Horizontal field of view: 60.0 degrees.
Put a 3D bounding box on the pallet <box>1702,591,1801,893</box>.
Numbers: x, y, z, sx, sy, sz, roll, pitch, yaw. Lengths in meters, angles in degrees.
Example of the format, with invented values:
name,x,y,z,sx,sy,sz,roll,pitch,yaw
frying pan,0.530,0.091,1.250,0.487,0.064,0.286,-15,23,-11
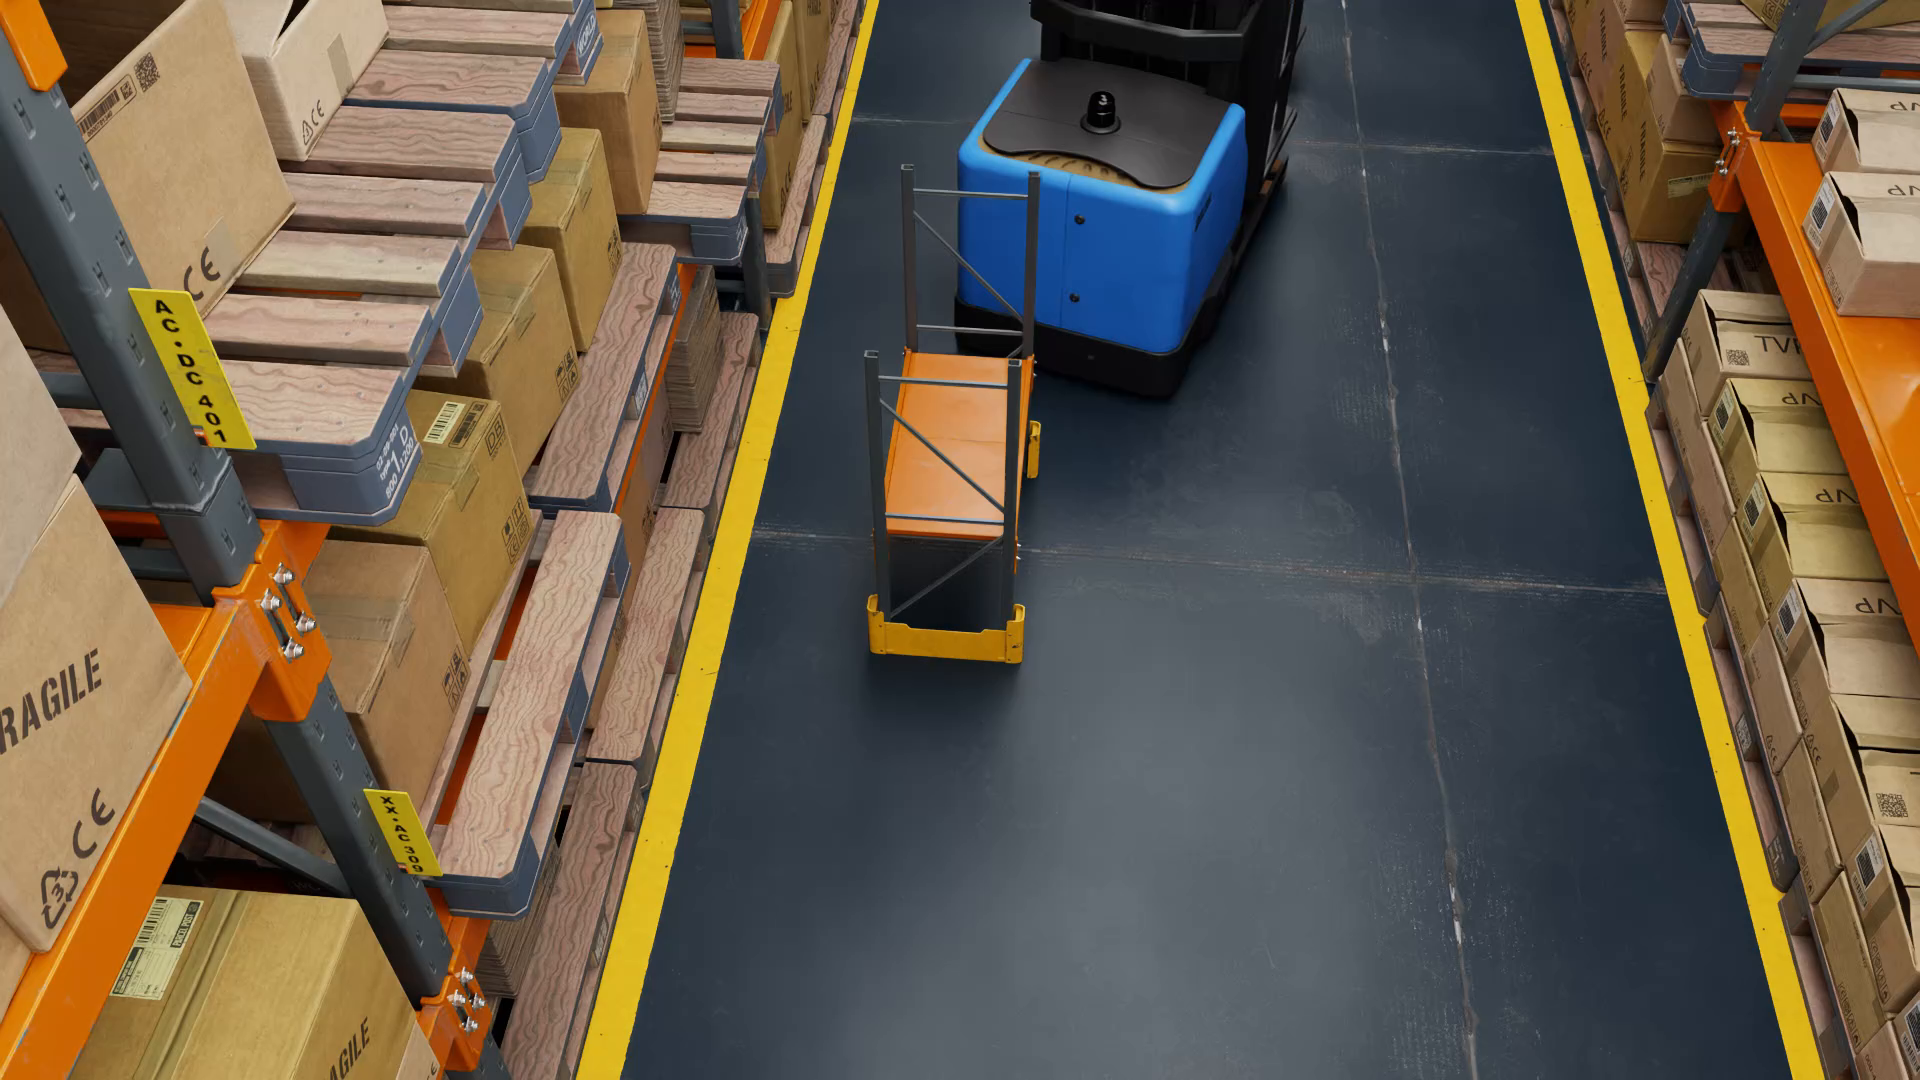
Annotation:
name,x,y,z,sx,sy,sz,roll,pitch,yaw
pallet,3.331,0.722,5.972,1.003,0.211,1.213,4,48,4

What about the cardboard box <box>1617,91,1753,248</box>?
name,x,y,z,sx,sy,sz,roll,pitch,yaw
cardboard box,3.410,-1.723,7.715,0.500,0.500,0.500,6,48,5

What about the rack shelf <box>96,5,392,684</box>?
name,x,y,z,sx,sy,sz,roll,pitch,yaw
rack shelf,-1.557,-1.345,4.428,1.077,0.370,4.000,4,48,4

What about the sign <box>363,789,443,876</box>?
name,x,y,z,sx,sy,sz,roll,pitch,yaw
sign,-1.199,0.632,3.578,0.100,0.325,0.005,4,48,4

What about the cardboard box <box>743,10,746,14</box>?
name,x,y,z,sx,sy,sz,roll,pitch,yaw
cardboard box,-1.083,-2.378,7.075,0.380,0.149,0.250,4,48,4

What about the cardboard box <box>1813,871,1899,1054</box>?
name,x,y,z,sx,sy,sz,roll,pitch,yaw
cardboard box,2.991,1.315,5.120,0.500,0.250,0.500,3,48,3

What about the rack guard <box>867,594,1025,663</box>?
name,x,y,z,sx,sy,sz,roll,pitch,yaw
rack guard,-0.052,0.338,6.298,0.587,0.250,0.087,4,48,4

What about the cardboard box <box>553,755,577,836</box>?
name,x,y,z,sx,sy,sz,roll,pitch,yaw
cardboard box,-1.692,0.664,5.532,0.700,0.500,0.500,3,48,3

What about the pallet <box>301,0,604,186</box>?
name,x,y,z,sx,sy,sz,roll,pitch,yaw
pallet,-1.486,-1.264,3.994,1.213,0.211,1.003,4,48,4

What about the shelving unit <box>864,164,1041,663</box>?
name,x,y,z,sx,sy,sz,roll,pitch,yaw
shelving unit,-0.007,-0.450,6.171,0.587,1.500,1.083,4,48,4

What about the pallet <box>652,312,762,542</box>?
name,x,y,z,sx,sy,sz,roll,pitch,yaw
pallet,-1.448,-0.530,7.118,1.003,0.211,1.213,4,48,4

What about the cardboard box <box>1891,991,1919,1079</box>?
name,x,y,z,sx,sy,sz,roll,pitch,yaw
cardboard box,2.945,1.504,4.566,0.500,0.311,0.500,4,48,4

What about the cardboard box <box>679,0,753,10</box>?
name,x,y,z,sx,sy,sz,roll,pitch,yaw
cardboard box,-1.076,-2.526,6.771,0.500,0.500,0.500,5,48,5

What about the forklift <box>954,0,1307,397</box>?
name,x,y,z,sx,sy,sz,roll,pitch,yaw
forklift,1.001,-2.721,7.279,1.130,2.935,3.031,17,50,15

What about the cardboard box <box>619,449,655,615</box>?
name,x,y,z,sx,sy,sz,roll,pitch,yaw
cardboard box,-1.569,-0.080,6.212,0.700,0.500,0.500,4,48,3

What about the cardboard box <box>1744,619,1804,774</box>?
name,x,y,z,sx,sy,sz,roll,pitch,yaw
cardboard box,3.085,0.565,5.805,0.500,0.250,0.500,5,48,4

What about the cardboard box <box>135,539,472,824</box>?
name,x,y,z,sx,sy,sz,roll,pitch,yaw
cardboard box,-1.659,0.340,4.066,0.700,0.500,0.500,4,48,4

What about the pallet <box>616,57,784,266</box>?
name,x,y,z,sx,sy,sz,roll,pitch,yaw
pallet,-1.334,-1.450,6.199,1.213,0.211,1.003,4,48,4

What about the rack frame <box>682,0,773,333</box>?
name,x,y,z,sx,sy,sz,roll,pitch,yaw
rack frame,-1.375,-2.046,6.614,1.000,3.000,0.127,4,48,4

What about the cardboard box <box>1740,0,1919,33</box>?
name,x,y,z,sx,sy,sz,roll,pitch,yaw
cardboard box,3.503,-2.361,6.550,0.700,0.500,0.500,-11,48,-10

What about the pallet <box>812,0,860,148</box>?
name,x,y,z,sx,sy,sz,roll,pitch,yaw
pallet,-1.115,-2.573,8.986,1.003,0.211,1.213,4,48,4

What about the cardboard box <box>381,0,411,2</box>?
name,x,y,z,sx,sy,sz,roll,pitch,yaw
cardboard box,-1.498,-1.597,3.818,0.500,0.500,0.500,2,48,2

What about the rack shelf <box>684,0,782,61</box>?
name,x,y,z,sx,sy,sz,roll,pitch,yaw
rack shelf,-1.193,-3.272,8.224,1.077,0.370,4.000,4,48,4

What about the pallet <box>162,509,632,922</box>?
name,x,y,z,sx,sy,sz,roll,pitch,yaw
pallet,-1.525,0.407,4.501,1.003,0.211,1.213,4,48,4

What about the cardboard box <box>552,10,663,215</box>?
name,x,y,z,sx,sy,sz,roll,pitch,yaw
cardboard box,-1.432,-1.469,5.721,0.700,0.500,0.500,0,48,0

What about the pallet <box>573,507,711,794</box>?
name,x,y,z,sx,sy,sz,roll,pitch,yaw
pallet,-1.562,0.364,6.300,1.003,0.211,1.213,4,48,4

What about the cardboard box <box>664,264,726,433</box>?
name,x,y,z,sx,sy,sz,roll,pitch,yaw
cardboard box,-1.389,-0.818,6.887,0.700,0.500,0.500,4,48,4

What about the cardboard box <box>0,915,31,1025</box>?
name,x,y,z,sx,sy,sz,roll,pitch,yaw
cardboard box,-1.598,0.599,2.081,0.500,0.500,0.500,0,48,0

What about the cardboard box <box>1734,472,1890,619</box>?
name,x,y,z,sx,sy,sz,roll,pitch,yaw
cardboard box,3.130,0.008,5.934,0.500,0.311,0.500,3,48,2

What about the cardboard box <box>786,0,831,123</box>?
name,x,y,z,sx,sy,sz,roll,pitch,yaw
cardboard box,-1.091,-2.637,8.327,0.750,0.750,0.750,4,48,3

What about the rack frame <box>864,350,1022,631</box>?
name,x,y,z,sx,sy,sz,roll,pitch,yaw
rack frame,-0.054,-0.070,5.824,0.500,1.500,0.032,4,48,4

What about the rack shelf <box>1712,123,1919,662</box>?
name,x,y,z,sx,sy,sz,roll,pitch,yaw
rack shelf,3.376,-0.003,5.233,1.077,0.370,4.000,4,48,4

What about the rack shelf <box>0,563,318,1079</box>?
name,x,y,z,sx,sy,sz,roll,pitch,yaw
rack shelf,-1.922,1.594,1.740,1.077,0.370,4.000,4,48,4

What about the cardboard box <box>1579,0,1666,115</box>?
name,x,y,z,sx,sy,sz,roll,pitch,yaw
cardboard box,3.499,-2.489,8.416,0.500,0.500,0.500,2,48,2

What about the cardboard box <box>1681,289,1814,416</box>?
name,x,y,z,sx,sy,sz,roll,pitch,yaw
cardboard box,3.218,-0.753,6.631,0.500,0.311,0.500,5,48,5

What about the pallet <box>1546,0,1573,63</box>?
name,x,y,z,sx,sy,sz,roll,pitch,yaw
pallet,3.886,-3.113,9.480,1.003,0.211,1.213,4,48,4

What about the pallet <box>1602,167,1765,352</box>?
name,x,y,z,sx,sy,sz,roll,pitch,yaw
pallet,3.664,-1.320,7.840,1.003,0.211,1.213,4,48,4

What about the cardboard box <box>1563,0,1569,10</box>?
name,x,y,z,sx,sy,sz,roll,pitch,yaw
cardboard box,3.598,-3.228,9.091,0.500,0.500,0.500,4,48,4

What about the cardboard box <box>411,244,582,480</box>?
name,x,y,z,sx,sy,sz,roll,pitch,yaw
cardboard box,-1.572,-0.556,4.886,0.700,0.500,0.500,10,48,9

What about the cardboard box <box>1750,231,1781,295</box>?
name,x,y,z,sx,sy,sz,roll,pitch,yaw
cardboard box,3.884,-1.335,7.360,0.500,0.500,0.500,6,48,5

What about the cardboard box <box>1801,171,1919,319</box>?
name,x,y,z,sx,sy,sz,roll,pitch,yaw
cardboard box,3.284,-1.041,5.756,0.500,0.311,0.500,3,48,3

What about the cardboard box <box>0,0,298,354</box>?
name,x,y,z,sx,sy,sz,roll,pitch,yaw
cardboard box,-1.610,-0.690,2.990,0.500,0.500,0.500,10,48,9

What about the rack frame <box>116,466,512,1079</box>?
name,x,y,z,sx,sy,sz,roll,pitch,yaw
rack frame,-1.740,0.894,3.926,1.000,3.000,0.127,4,48,4

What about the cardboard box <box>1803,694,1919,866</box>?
name,x,y,z,sx,sy,sz,roll,pitch,yaw
cardboard box,3.034,0.755,5.251,0.500,0.311,0.500,4,48,3

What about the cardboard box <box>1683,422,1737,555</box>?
name,x,y,z,sx,sy,sz,roll,pitch,yaw
cardboard box,3.173,-0.194,6.500,0.500,0.250,0.500,3,48,2

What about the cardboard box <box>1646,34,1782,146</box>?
name,x,y,z,sx,sy,sz,roll,pitch,yaw
cardboard box,3.411,-2.018,7.476,0.500,0.250,0.500,6,48,5

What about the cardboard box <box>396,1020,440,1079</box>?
name,x,y,z,sx,sy,sz,roll,pitch,yaw
cardboard box,-1.481,1.306,3.637,0.500,0.250,0.500,4,48,4
